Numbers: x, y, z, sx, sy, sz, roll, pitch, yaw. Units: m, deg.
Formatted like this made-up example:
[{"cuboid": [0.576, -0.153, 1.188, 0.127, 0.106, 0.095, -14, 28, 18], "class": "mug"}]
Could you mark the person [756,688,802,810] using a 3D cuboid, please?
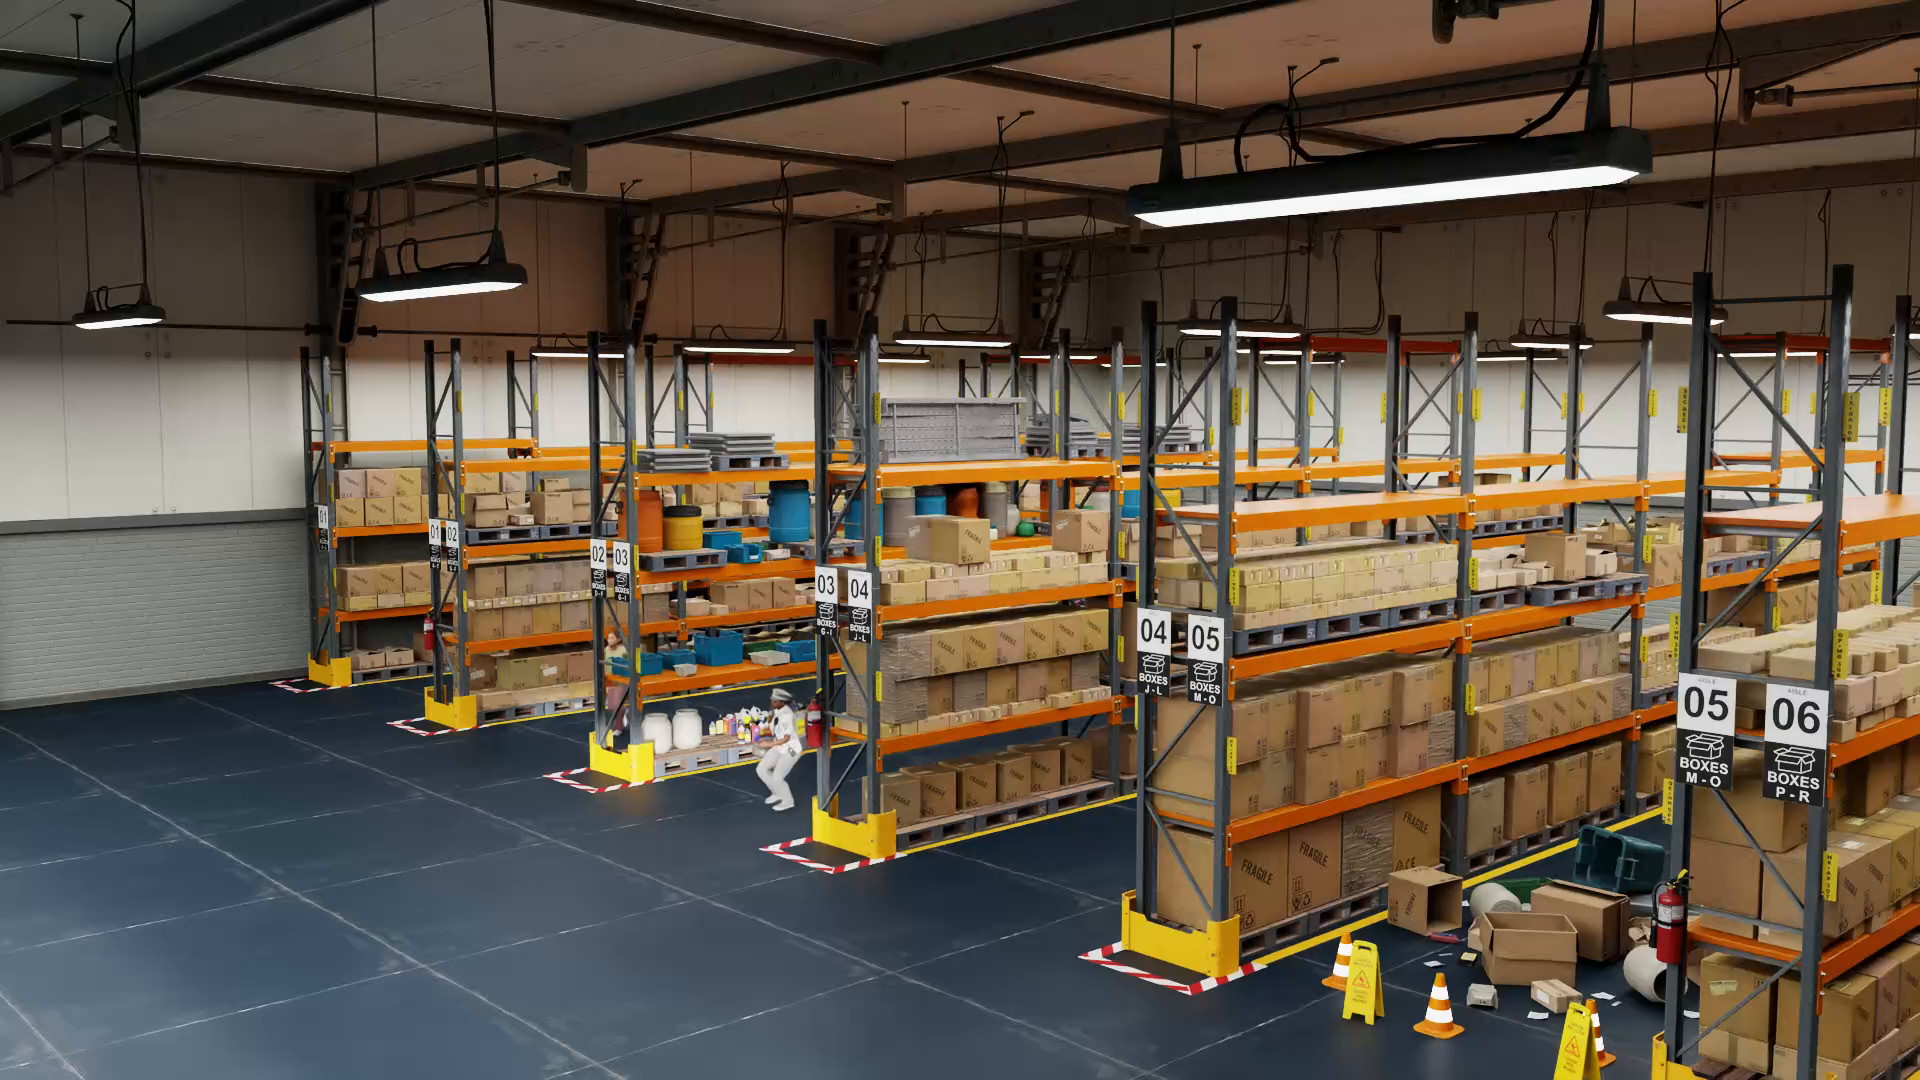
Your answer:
[{"cuboid": [-2.267, 2.590, 20.484, 0.627, 1.569, 0.765, -3, 6, -31], "class": "person"}]

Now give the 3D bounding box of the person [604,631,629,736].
[{"cuboid": [-5.189, 2.150, 25.293, 0.582, 1.604, 0.593, 1, 5, 14], "class": "person"}]
